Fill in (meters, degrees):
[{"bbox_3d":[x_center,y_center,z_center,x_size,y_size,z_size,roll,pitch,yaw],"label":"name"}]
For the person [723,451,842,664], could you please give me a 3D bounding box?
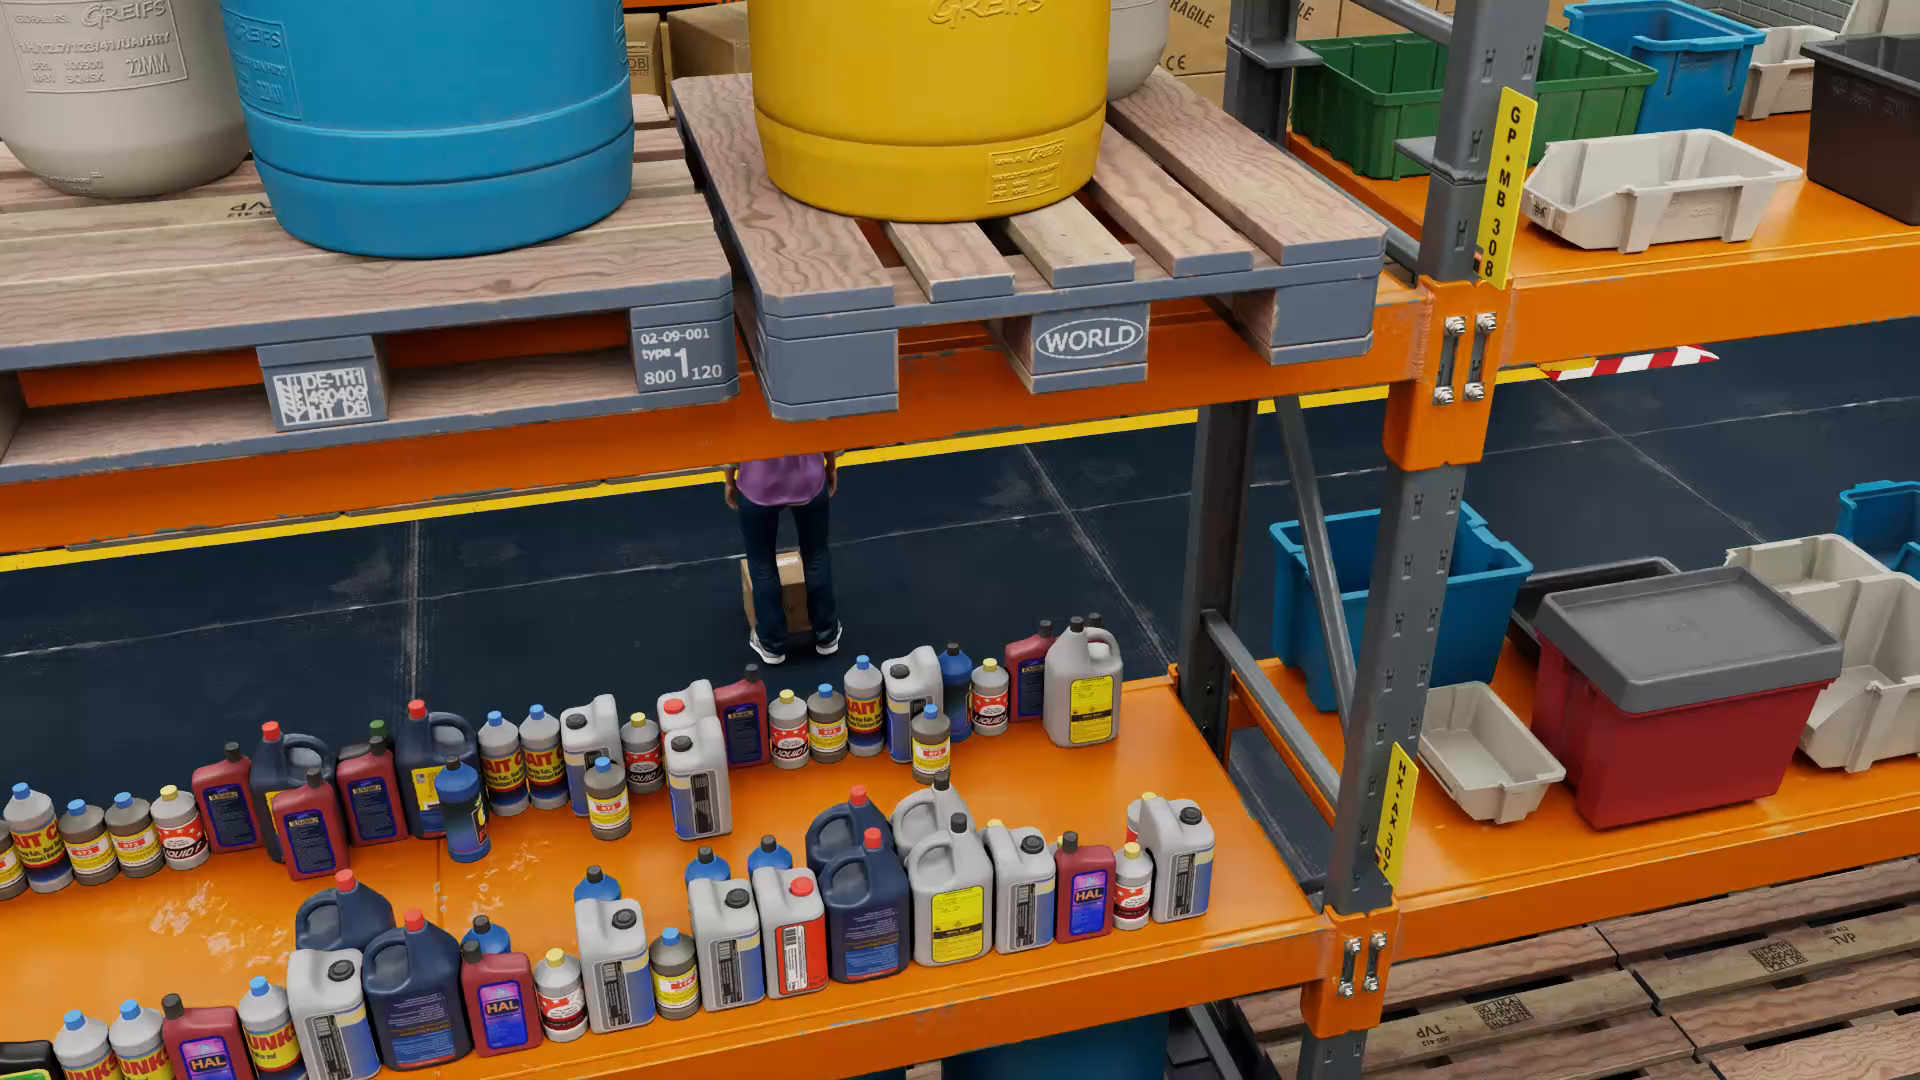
[{"bbox_3d":[-0.701,-0.225,6.523,0.459,1.591,0.348,-8,32,-13],"label":"person"}]
